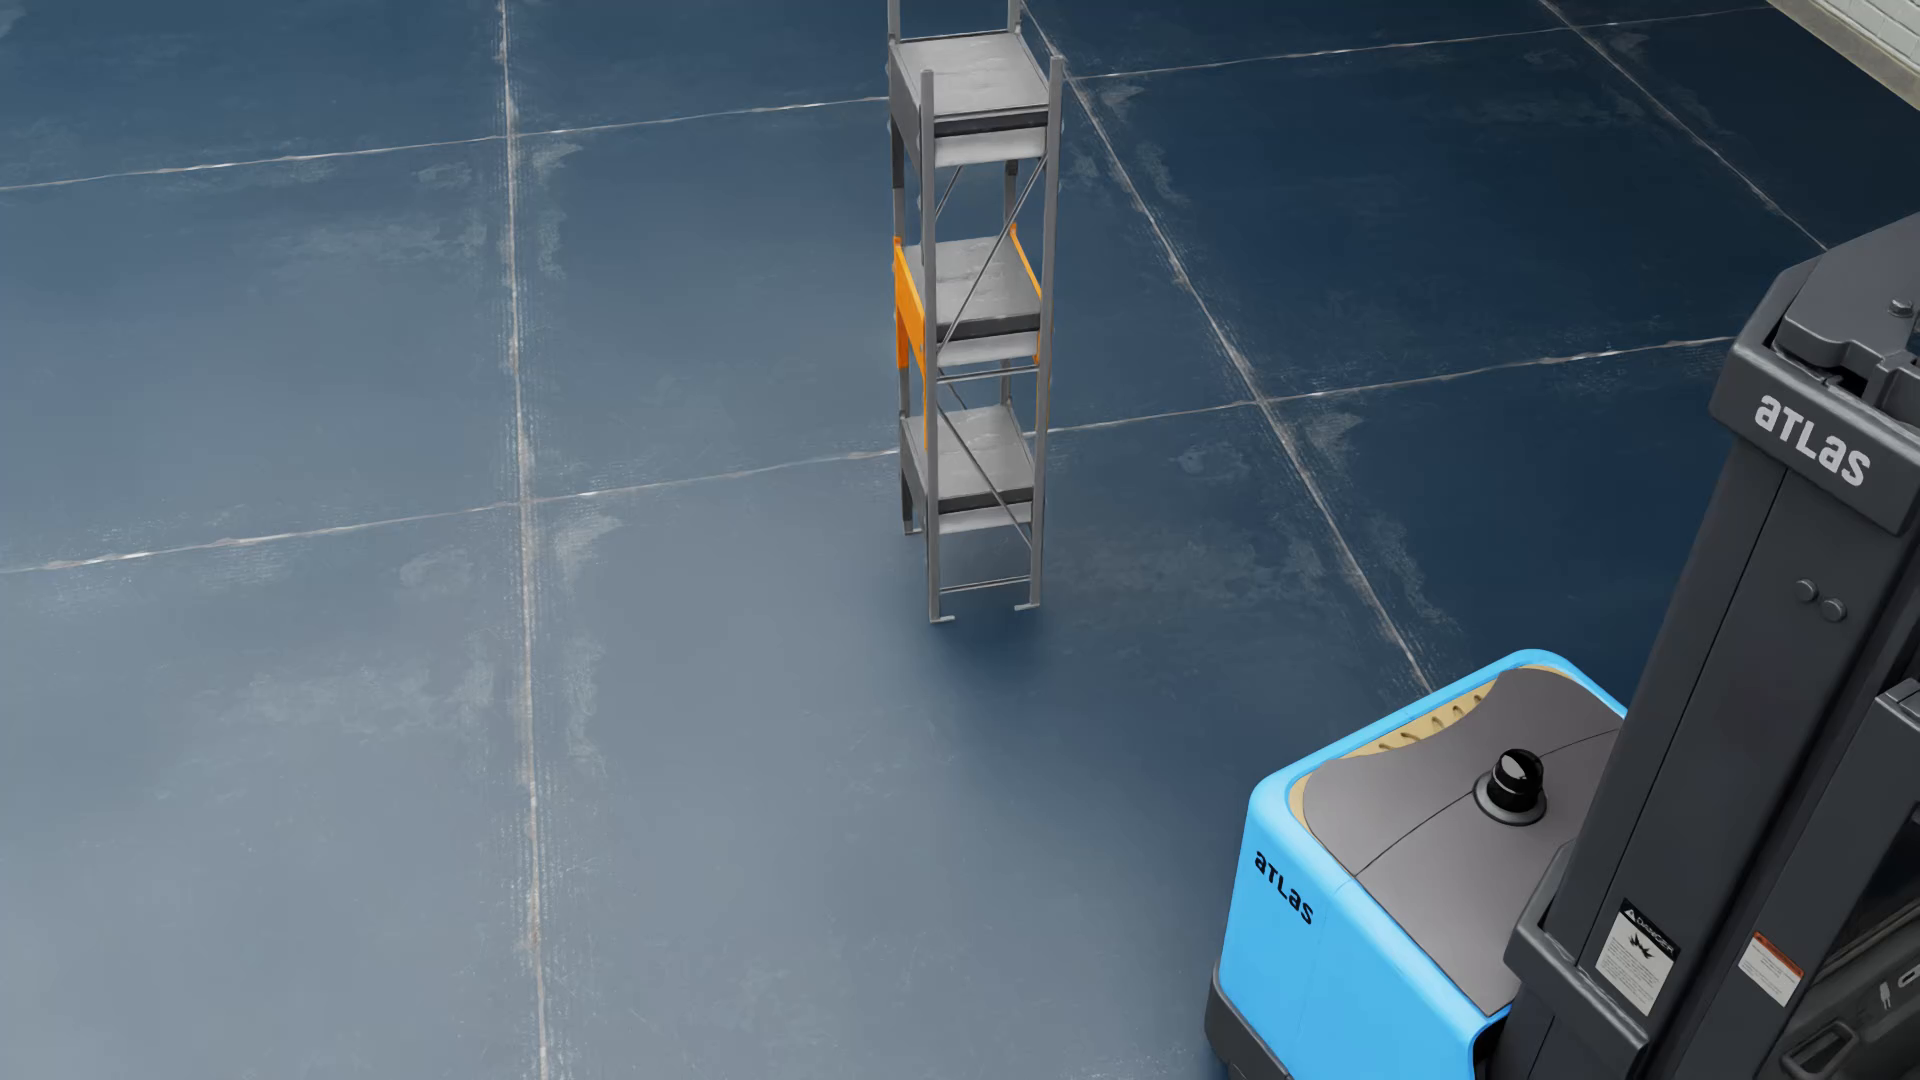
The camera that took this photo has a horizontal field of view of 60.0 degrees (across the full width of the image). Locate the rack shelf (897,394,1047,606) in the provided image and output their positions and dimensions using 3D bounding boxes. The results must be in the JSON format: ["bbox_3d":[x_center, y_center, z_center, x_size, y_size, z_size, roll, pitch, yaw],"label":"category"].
[{"bbox_3d":[0.036,-0.144,5.906,0.431,0.518,0.480,-8,42,-9],"label":"rack shelf"}]

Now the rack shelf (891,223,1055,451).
[{"bbox_3d":[0.036,-0.668,5.441,0.431,0.518,0.480,-8,42,-9],"label":"rack shelf"}]

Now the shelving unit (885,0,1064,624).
[{"bbox_3d":[0.036,-0.678,5.432,0.431,2.100,0.503,-8,42,-9],"label":"shelving unit"}]

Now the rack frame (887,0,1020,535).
[{"bbox_3d":[-0.017,-0.836,5.610,0.400,2.100,0.015,-8,42,-9],"label":"rack frame"}]

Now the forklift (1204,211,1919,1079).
[{"bbox_3d":[1.865,0.972,2.948,1.130,2.935,3.031,-22,46,-23],"label":"forklift"}]

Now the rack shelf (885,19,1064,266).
[{"bbox_3d":[0.036,-1.191,4.976,0.431,0.518,0.480,-8,42,-9],"label":"rack shelf"}]

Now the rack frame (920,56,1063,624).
[{"bbox_3d":[0.088,-0.520,5.254,0.400,2.100,0.015,-8,42,-9],"label":"rack frame"}]
